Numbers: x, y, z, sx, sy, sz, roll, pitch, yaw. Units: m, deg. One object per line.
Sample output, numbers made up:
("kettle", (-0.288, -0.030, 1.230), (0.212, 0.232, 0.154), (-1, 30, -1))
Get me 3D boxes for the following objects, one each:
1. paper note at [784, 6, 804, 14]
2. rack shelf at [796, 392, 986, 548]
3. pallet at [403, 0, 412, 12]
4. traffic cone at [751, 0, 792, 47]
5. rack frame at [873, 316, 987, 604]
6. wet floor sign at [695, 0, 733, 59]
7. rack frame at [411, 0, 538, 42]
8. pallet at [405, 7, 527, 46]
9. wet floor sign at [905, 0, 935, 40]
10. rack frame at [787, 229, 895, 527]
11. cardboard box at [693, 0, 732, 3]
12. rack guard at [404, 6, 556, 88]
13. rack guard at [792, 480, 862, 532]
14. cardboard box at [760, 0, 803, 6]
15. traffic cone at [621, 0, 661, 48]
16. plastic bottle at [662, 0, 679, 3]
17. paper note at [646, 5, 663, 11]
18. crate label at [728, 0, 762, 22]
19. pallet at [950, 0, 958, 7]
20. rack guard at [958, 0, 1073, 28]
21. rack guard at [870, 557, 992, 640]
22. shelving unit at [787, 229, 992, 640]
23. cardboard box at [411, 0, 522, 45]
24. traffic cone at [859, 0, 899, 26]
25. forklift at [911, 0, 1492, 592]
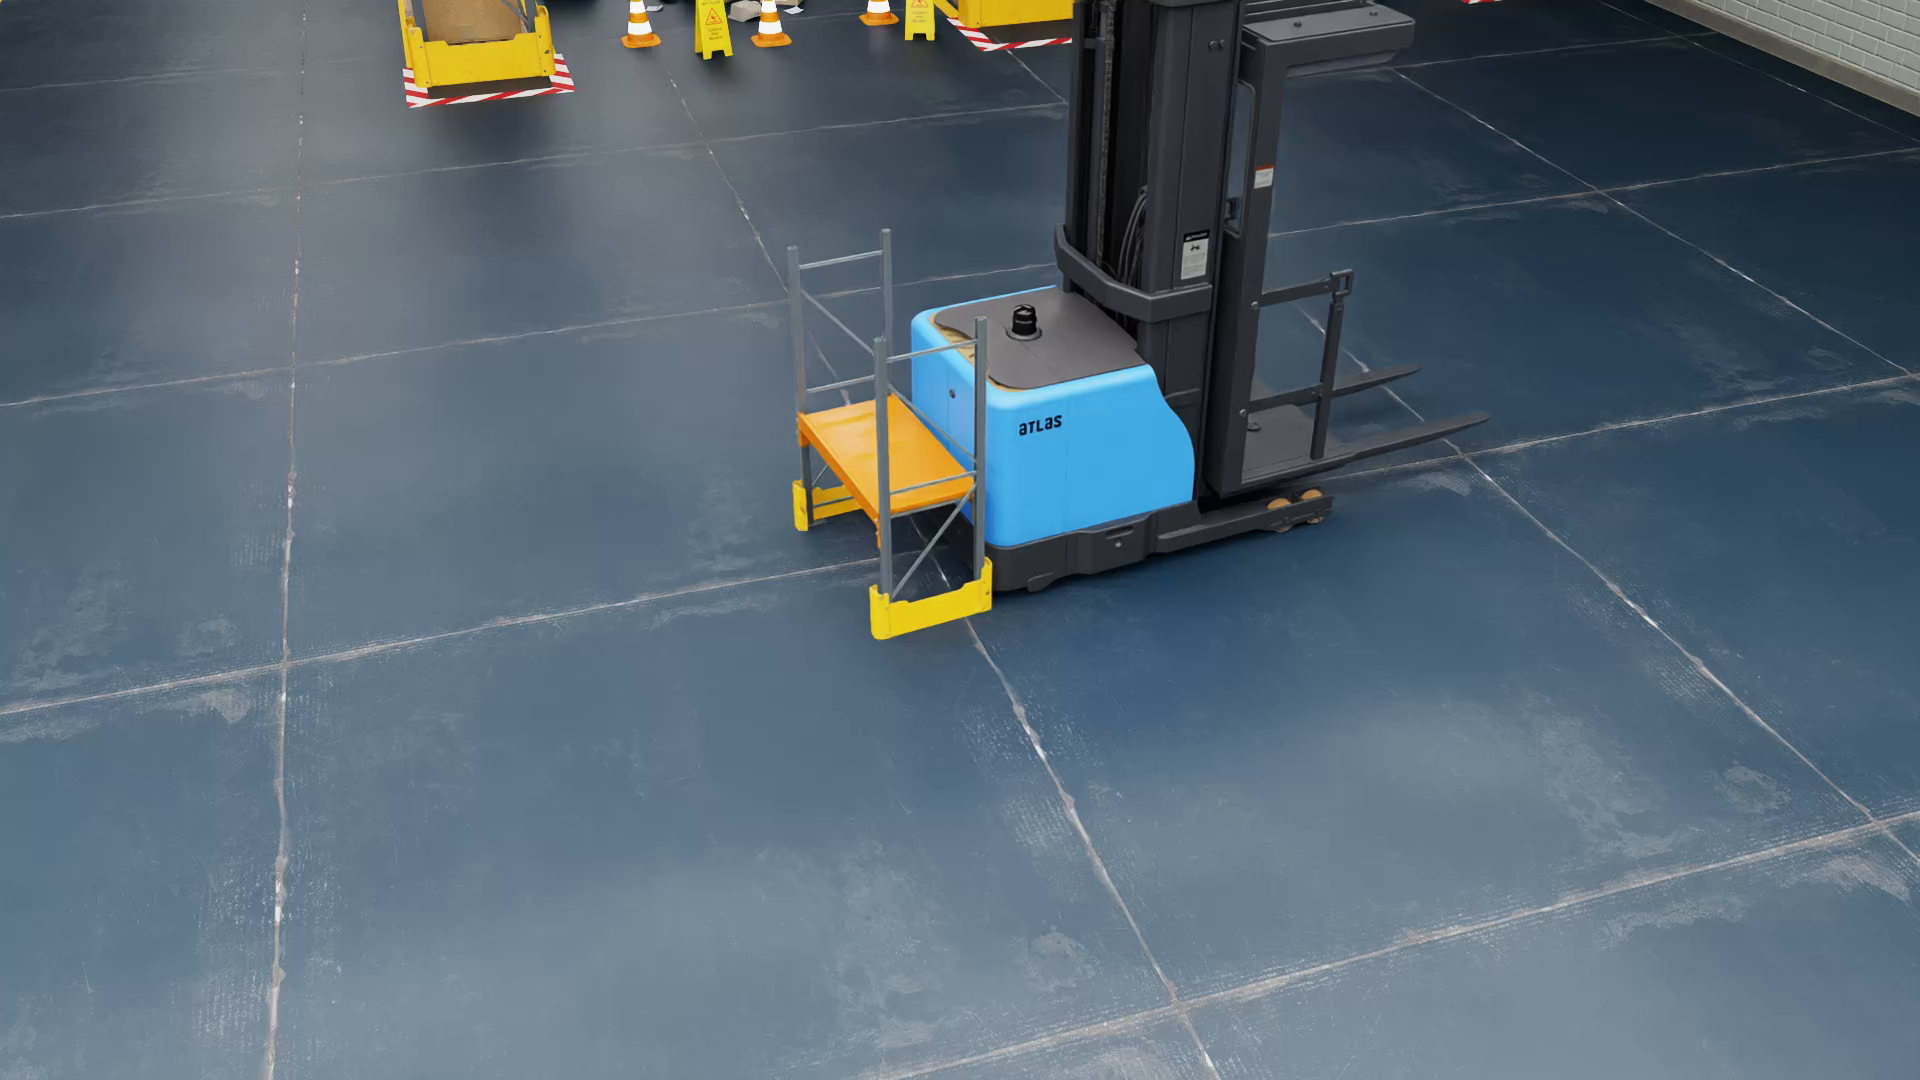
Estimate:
("paper note", (-1.585, -5.066, 15.889), (0.148, 0.019, 0.142), (-23, 40, -31))
("rack shelf", (-0.336, -0.349, 7.744), (0.538, 0.185, 1.000), (-15, 36, -21))
("pallet", (-4.771, -5.141, 15.838), (1.003, 0.211, 1.213), (-10, 35, -15))
("traffic cone", (-1.714, -4.729, 14.986), (0.336, 0.463, 0.334), (-10, 35, -15))
("rack frame", (-0.120, -0.245, 7.261), (0.500, 1.500, 0.032), (-15, 36, -21))
("wet floor sign", (-2.190, -4.593, 14.616), (0.267, 0.644, 0.232), (-16, 37, -23))
("rack frame", (-4.085, -5.258, 13.486), (1.000, 3.000, 0.127), (-10, 35, -15))
("pallet", (-4.403, -4.501, 14.870), (1.003, 0.211, 1.213), (-10, 35, -15))
("wet floor sign", (-0.362, -4.881, 15.052), (0.267, 0.644, 0.232), (1, 33, 2))
("rack frame", (-0.552, -0.752, 8.028), (0.500, 1.500, 0.032), (-15, 36, -21))
("cardboard box", (-2.348, -5.598, 16.266), (0.637, 0.503, 0.797), (19, 38, 26))
("rack guard", (-4.077, -4.202, 14.156), (1.175, 0.500, 0.348), (-10, 35, -15))
("rack guard", (-0.552, -0.230, 8.372), (0.587, 0.250, 0.087), (-15, 36, -21))
("cardboard box", (-1.725, -5.302, 16.139), (0.380, 0.149, 0.250), (7, 34, 10))
("traffic cone", (-2.894, -4.717, 14.969), (0.336, 0.463, 0.334), (-10, 35, -15))
("plastic bottle", (-2.871, -5.308, 16.227), (0.133, 0.061, 0.283), (-23, 40, -31))
("paper note", (-2.933, -5.105, 15.950), (0.144, 0.017, 0.142), (1, 33, 2))
("crate label", (-2.013, -4.995, 15.685), (0.298, 0.136, 0.250), (27, 42, 34))
("pallet", (0.361, -5.452, 16.310), (1.003, 0.211, 1.213), (-10, 35, -15))
("rack guard", (0.576, -5.140, 15.576), (1.175, 0.500, 0.348), (-10, 35, -15))
("rack guard", (-0.128, 0.267, 7.620), (0.587, 0.250, 0.087), (-15, 36, -21))
("shelving unit", (-0.340, -0.503, 7.651), (0.587, 1.500, 1.083), (-15, 36, -21))
("cardboard box", (-4.354, -4.892, 14.478), (0.875, 0.875, 0.875), (-10, 35, -14))
("traffic cone", (-0.761, -5.094, 15.539), (0.336, 0.463, 0.334), (-10, 35, -15))
("forklift", (1.313, -1.513, 7.881), (3.031, 2.935, 1.130), (-14, 36, -20))
